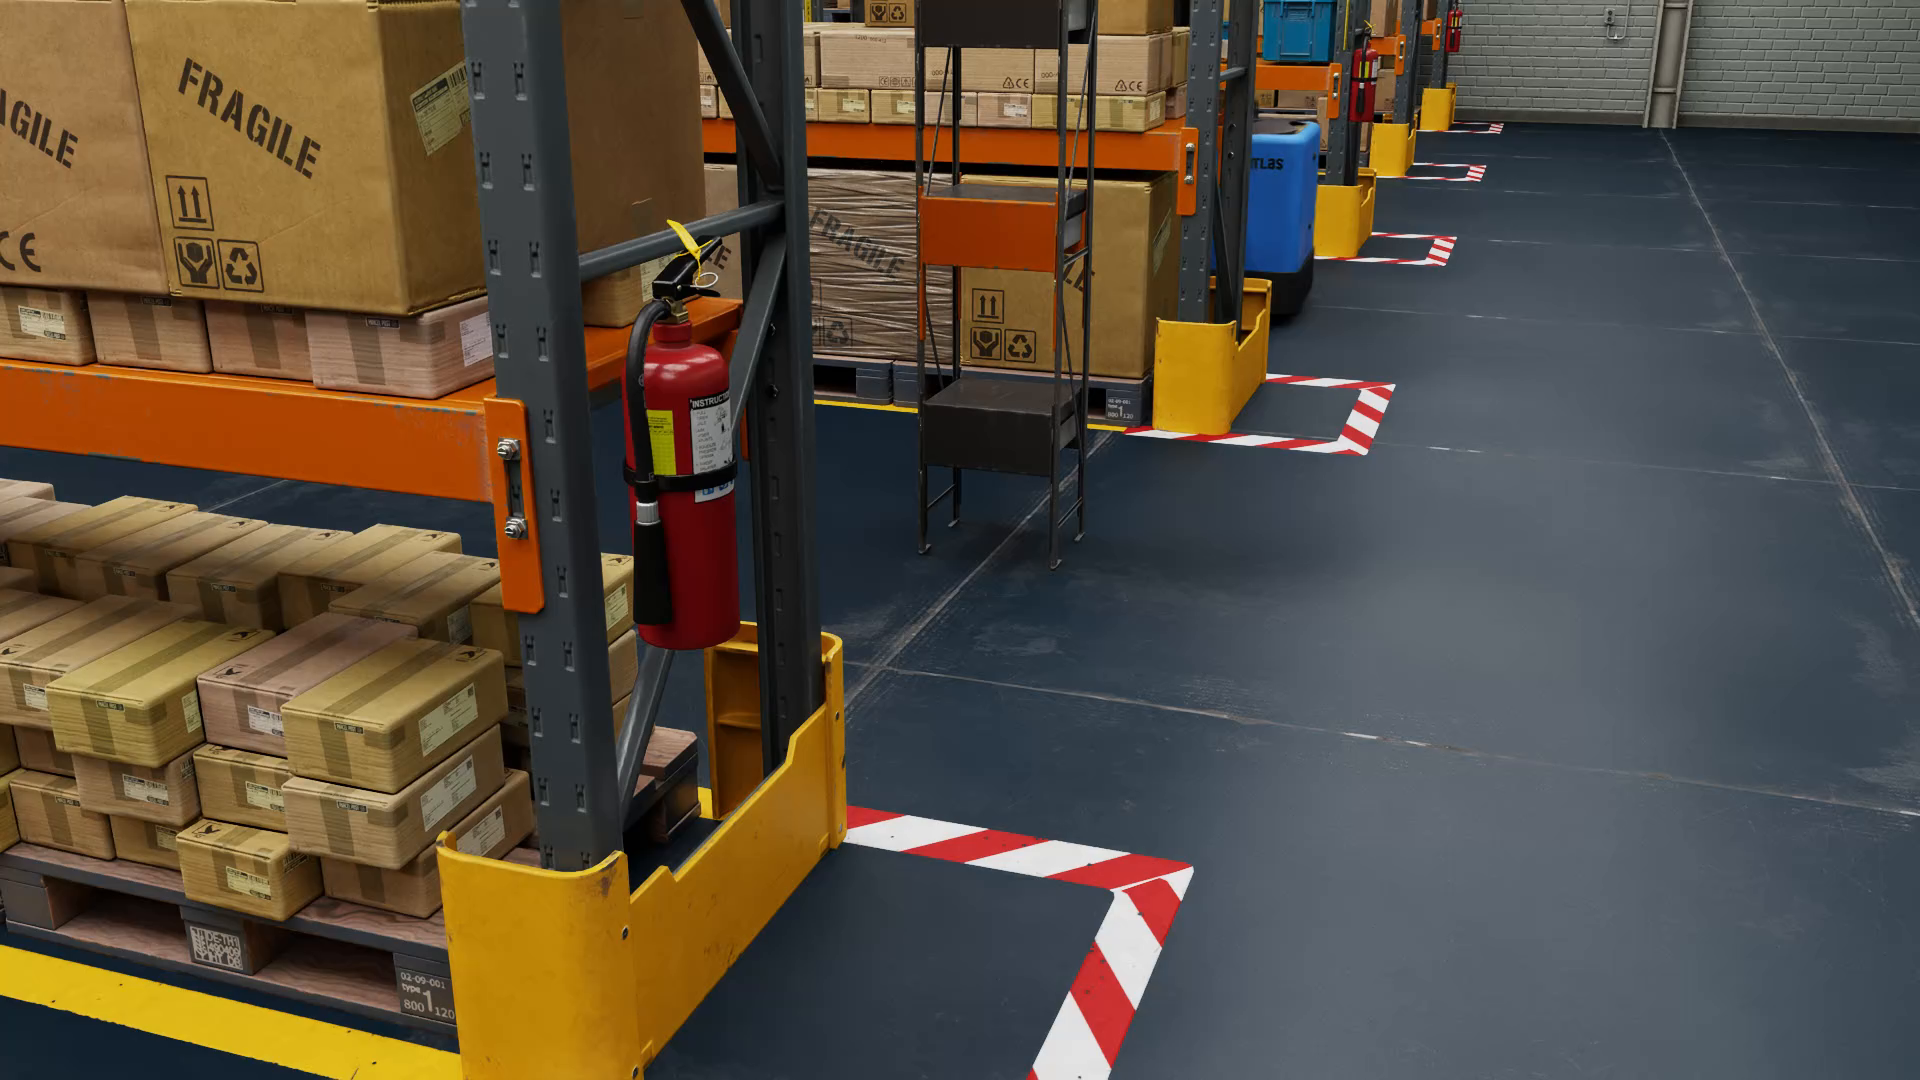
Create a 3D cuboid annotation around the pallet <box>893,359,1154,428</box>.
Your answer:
[{"bbox_3d":[0.404,-0.823,8.117,1.213,0.211,1.003,7,20,18],"label":"pallet"}]

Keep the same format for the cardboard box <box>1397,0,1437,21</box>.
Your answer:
[{"bbox_3d":[5.576,-6.892,20.835,0.700,0.700,0.980,7,21,21],"label":"cardboard box"}]

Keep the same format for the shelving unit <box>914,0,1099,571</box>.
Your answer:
[{"bbox_3d":[0.156,-0.974,5.679,0.503,2.100,0.431,7,20,18],"label":"shelving unit"}]

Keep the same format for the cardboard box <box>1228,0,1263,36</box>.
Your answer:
[{"bbox_3d":[2.966,-5.279,16.512,0.500,0.500,0.500,7,20,18],"label":"cardboard box"}]

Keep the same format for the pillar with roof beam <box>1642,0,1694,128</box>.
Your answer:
[{"bbox_3d":[7.483,-8.170,15.843,0.400,9.000,9.100,7,20,18],"label":"pillar with roof beam"}]

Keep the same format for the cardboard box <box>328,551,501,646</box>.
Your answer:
[{"bbox_3d":[-1.222,0.166,3.833,0.250,0.149,0.380,7,20,19],"label":"cardboard box"}]

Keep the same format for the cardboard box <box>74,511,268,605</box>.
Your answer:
[{"bbox_3d":[-1.938,0.065,4.123,0.250,0.149,0.380,7,21,20],"label":"cardboard box"}]

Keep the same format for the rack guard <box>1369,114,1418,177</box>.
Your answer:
[{"bbox_3d":[4.367,-3.986,16.750,0.348,0.500,1.175,7,20,18],"label":"rack guard"}]

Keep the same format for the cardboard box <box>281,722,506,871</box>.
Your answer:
[{"bbox_3d":[-1.131,0.492,3.348,0.250,0.149,0.380,6,20,17],"label":"cardboard box"}]

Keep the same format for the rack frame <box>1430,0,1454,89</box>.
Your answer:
[{"bbox_3d":[6.061,-6.698,20.735,0.127,3.000,1.000,7,20,18],"label":"rack frame"}]

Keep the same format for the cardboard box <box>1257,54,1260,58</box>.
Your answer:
[{"bbox_3d":[3.712,-6.192,21.457,0.250,0.149,0.380,6,20,17],"label":"cardboard box"}]

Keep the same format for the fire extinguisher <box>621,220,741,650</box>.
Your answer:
[{"bbox_3d":[-0.452,-0.163,2.672,0.183,0.674,0.296,7,20,18],"label":"fire extinguisher"}]

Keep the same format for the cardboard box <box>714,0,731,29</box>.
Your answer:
[{"bbox_3d":[-1.270,-2.692,7.879,0.500,0.500,0.500,6,20,16],"label":"cardboard box"}]

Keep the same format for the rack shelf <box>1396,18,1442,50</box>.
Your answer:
[{"bbox_3d":[4.172,-6.575,21.473,4.000,0.370,1.077,7,20,18],"label":"rack shelf"}]

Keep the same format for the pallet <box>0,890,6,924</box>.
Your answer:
[{"bbox_3d":[-2.515,0.531,4.233,1.213,0.211,1.003,7,20,18],"label":"pallet"}]

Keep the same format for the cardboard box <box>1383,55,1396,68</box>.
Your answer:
[{"bbox_3d":[5.551,-6.116,21.238,0.250,0.149,0.380,7,20,18],"label":"cardboard box"}]

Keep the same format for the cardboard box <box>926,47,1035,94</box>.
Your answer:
[{"bbox_3d":[0.161,-2.172,7.527,0.500,0.250,0.500,6,20,17],"label":"cardboard box"}]

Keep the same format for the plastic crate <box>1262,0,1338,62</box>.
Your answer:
[{"bbox_3d":[2.432,-3.641,11.820,0.499,0.435,0.616,7,20,18],"label":"plastic crate"}]

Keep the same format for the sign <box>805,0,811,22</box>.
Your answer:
[{"bbox_3d":[-1.151,-4.010,12.602,0.005,0.325,0.100,7,20,18],"label":"sign"}]

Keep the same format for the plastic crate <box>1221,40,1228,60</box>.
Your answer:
[{"bbox_3d":[1.980,-3.554,12.023,0.243,0.136,0.396,7,20,18],"label":"plastic crate"}]

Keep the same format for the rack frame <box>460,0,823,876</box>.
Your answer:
[{"bbox_3d":[-0.539,-0.547,3.088,0.127,3.000,1.000,7,20,18],"label":"rack frame"}]

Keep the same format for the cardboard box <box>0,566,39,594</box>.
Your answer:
[{"bbox_3d":[-2.335,0.186,3.775,0.250,0.149,0.380,6,20,16],"label":"cardboard box"}]

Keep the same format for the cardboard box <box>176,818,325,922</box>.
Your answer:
[{"bbox_3d":[-1.380,0.613,3.454,0.250,0.149,0.380,7,20,20],"label":"cardboard box"}]

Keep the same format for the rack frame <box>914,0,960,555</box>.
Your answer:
[{"bbox_3d":[-0.074,-1.000,5.755,0.015,2.100,0.400,7,20,18],"label":"rack frame"}]

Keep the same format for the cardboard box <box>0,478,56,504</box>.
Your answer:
[{"bbox_3d":[-2.639,-0.036,4.412,0.250,0.149,0.380,6,20,16],"label":"cardboard box"}]

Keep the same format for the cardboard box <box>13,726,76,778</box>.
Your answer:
[{"bbox_3d":[-1.842,0.376,3.682,0.250,0.149,0.380,6,20,17],"label":"cardboard box"}]

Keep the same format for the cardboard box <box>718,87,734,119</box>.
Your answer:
[{"bbox_3d":[-0.951,-2.088,7.891,0.250,0.149,0.380,6,20,16],"label":"cardboard box"}]

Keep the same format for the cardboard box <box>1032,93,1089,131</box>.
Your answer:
[{"bbox_3d":[0.494,-1.923,7.417,0.250,0.149,0.380,7,20,19],"label":"cardboard box"}]

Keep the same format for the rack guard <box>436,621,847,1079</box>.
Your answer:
[{"bbox_3d":[-0.610,0.625,3.522,0.348,0.500,1.175,7,20,18],"label":"rack guard"}]

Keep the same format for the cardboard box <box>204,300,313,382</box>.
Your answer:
[{"bbox_3d":[-1.162,-0.414,3.088,0.250,0.149,0.380,6,20,18],"label":"cardboard box"}]

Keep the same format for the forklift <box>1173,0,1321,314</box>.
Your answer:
[{"bbox_3d":[0.634,-2.920,10.000,3.031,2.935,1.130,6,20,16],"label":"forklift"}]

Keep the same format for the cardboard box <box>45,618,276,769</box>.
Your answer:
[{"bbox_3d":[-1.627,0.308,3.424,0.250,0.149,0.380,6,20,17],"label":"cardboard box"}]

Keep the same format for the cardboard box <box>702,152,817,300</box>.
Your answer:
[{"bbox_3d":[-1.146,-1.512,8.446,0.875,0.875,0.875,7,20,18],"label":"cardboard box"}]

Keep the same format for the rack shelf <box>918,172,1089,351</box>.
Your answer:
[{"bbox_3d":[0.156,-0.961,5.684,0.480,0.518,0.431,7,20,18],"label":"rack shelf"}]

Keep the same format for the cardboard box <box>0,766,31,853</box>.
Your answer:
[{"bbox_3d":[-2.101,0.527,3.701,0.250,0.149,0.380,6,20,16],"label":"cardboard box"}]

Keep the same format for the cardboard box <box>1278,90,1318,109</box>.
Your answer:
[{"bbox_3d":[4.419,-5.869,21.516,0.500,0.500,0.700,6,20,16],"label":"cardboard box"}]

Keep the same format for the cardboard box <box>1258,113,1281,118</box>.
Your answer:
[{"bbox_3d":[3.074,-4.322,17.427,0.500,0.250,0.500,7,20,18],"label":"cardboard box"}]

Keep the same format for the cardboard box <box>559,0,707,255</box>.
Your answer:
[{"bbox_3d":[-0.872,-0.869,3.408,0.500,0.500,0.500,8,21,21],"label":"cardboard box"}]

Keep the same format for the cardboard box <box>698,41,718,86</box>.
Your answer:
[{"bbox_3d":[-1.277,-2.338,8.002,0.500,0.250,0.500,7,20,19],"label":"cardboard box"}]

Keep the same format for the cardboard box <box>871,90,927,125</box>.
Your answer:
[{"bbox_3d":[-0.225,-2.005,7.654,0.250,0.149,0.380,6,20,17],"label":"cardboard box"}]
